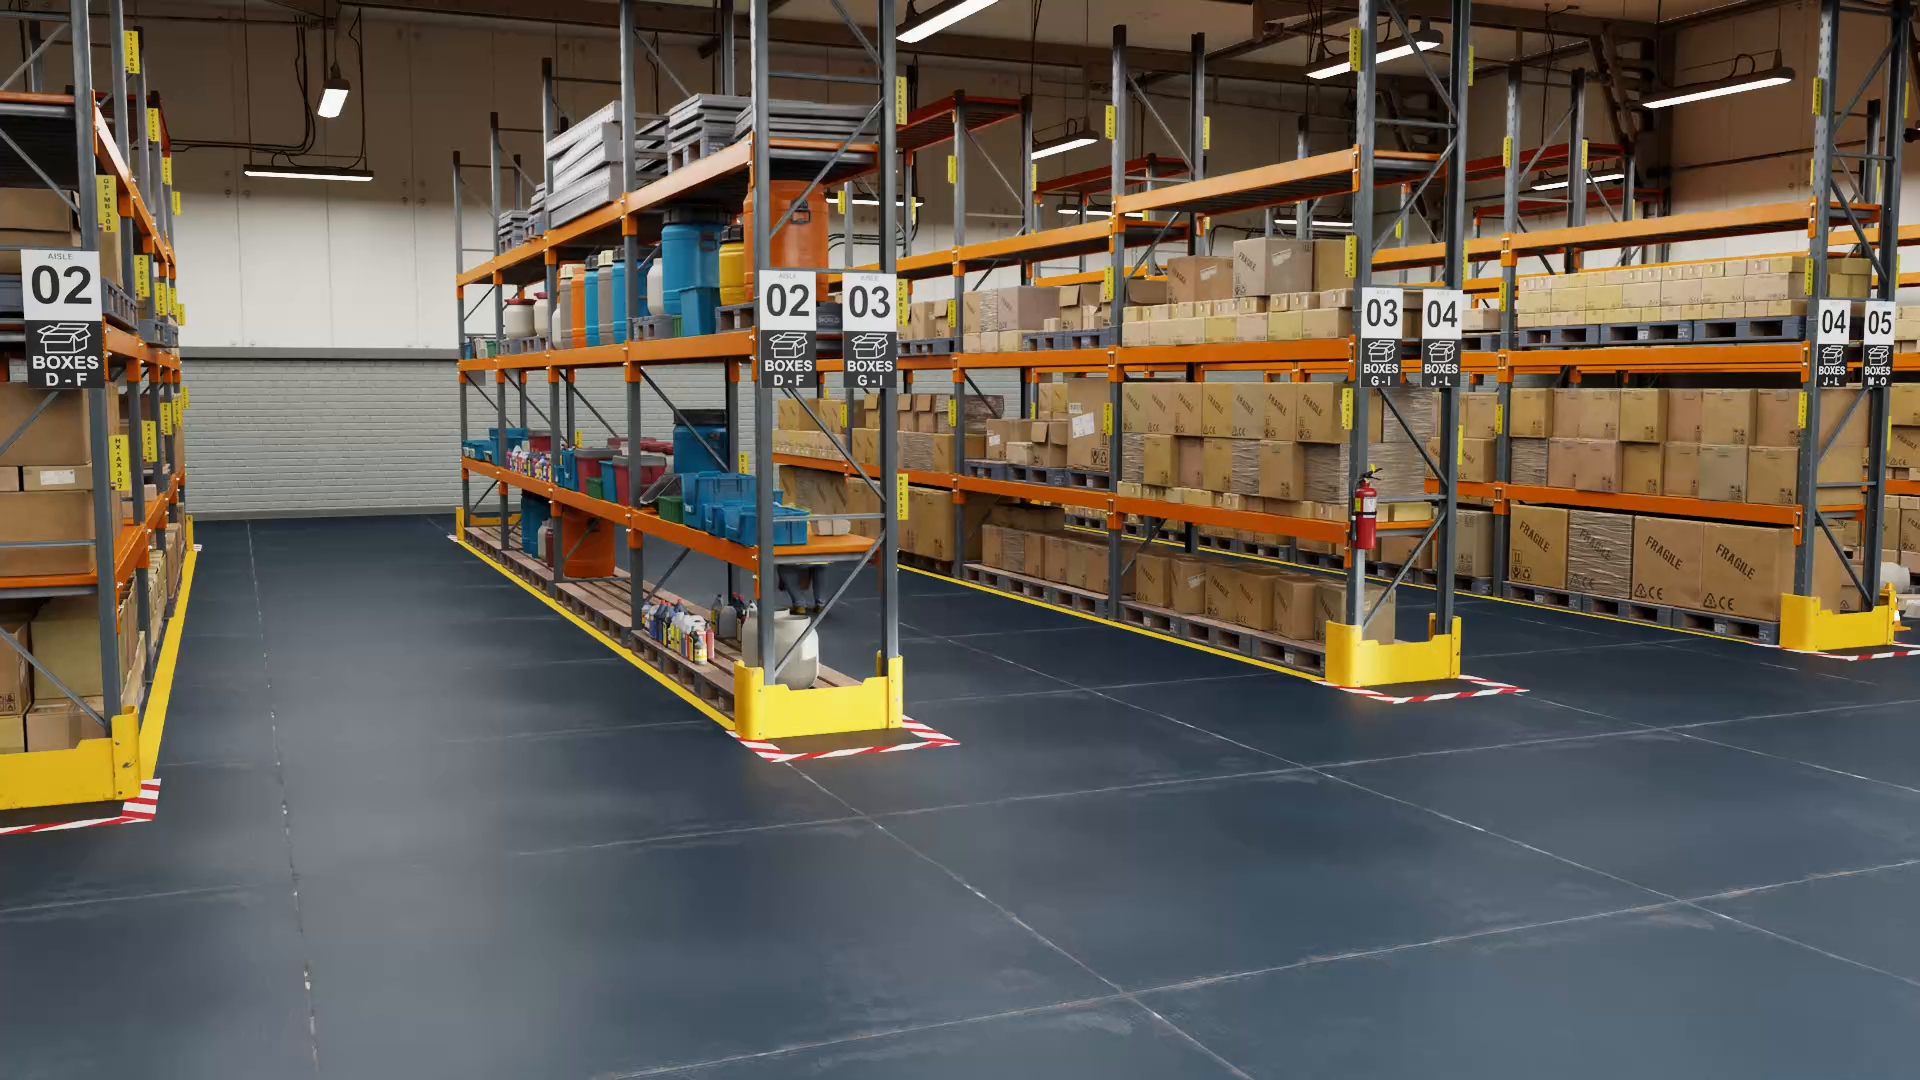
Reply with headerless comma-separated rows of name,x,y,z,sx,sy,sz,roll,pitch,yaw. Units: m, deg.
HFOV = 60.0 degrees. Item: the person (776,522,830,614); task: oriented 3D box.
person,-1.704,0.263,17.914,0.526,1.007,0.947,-3,6,-26
